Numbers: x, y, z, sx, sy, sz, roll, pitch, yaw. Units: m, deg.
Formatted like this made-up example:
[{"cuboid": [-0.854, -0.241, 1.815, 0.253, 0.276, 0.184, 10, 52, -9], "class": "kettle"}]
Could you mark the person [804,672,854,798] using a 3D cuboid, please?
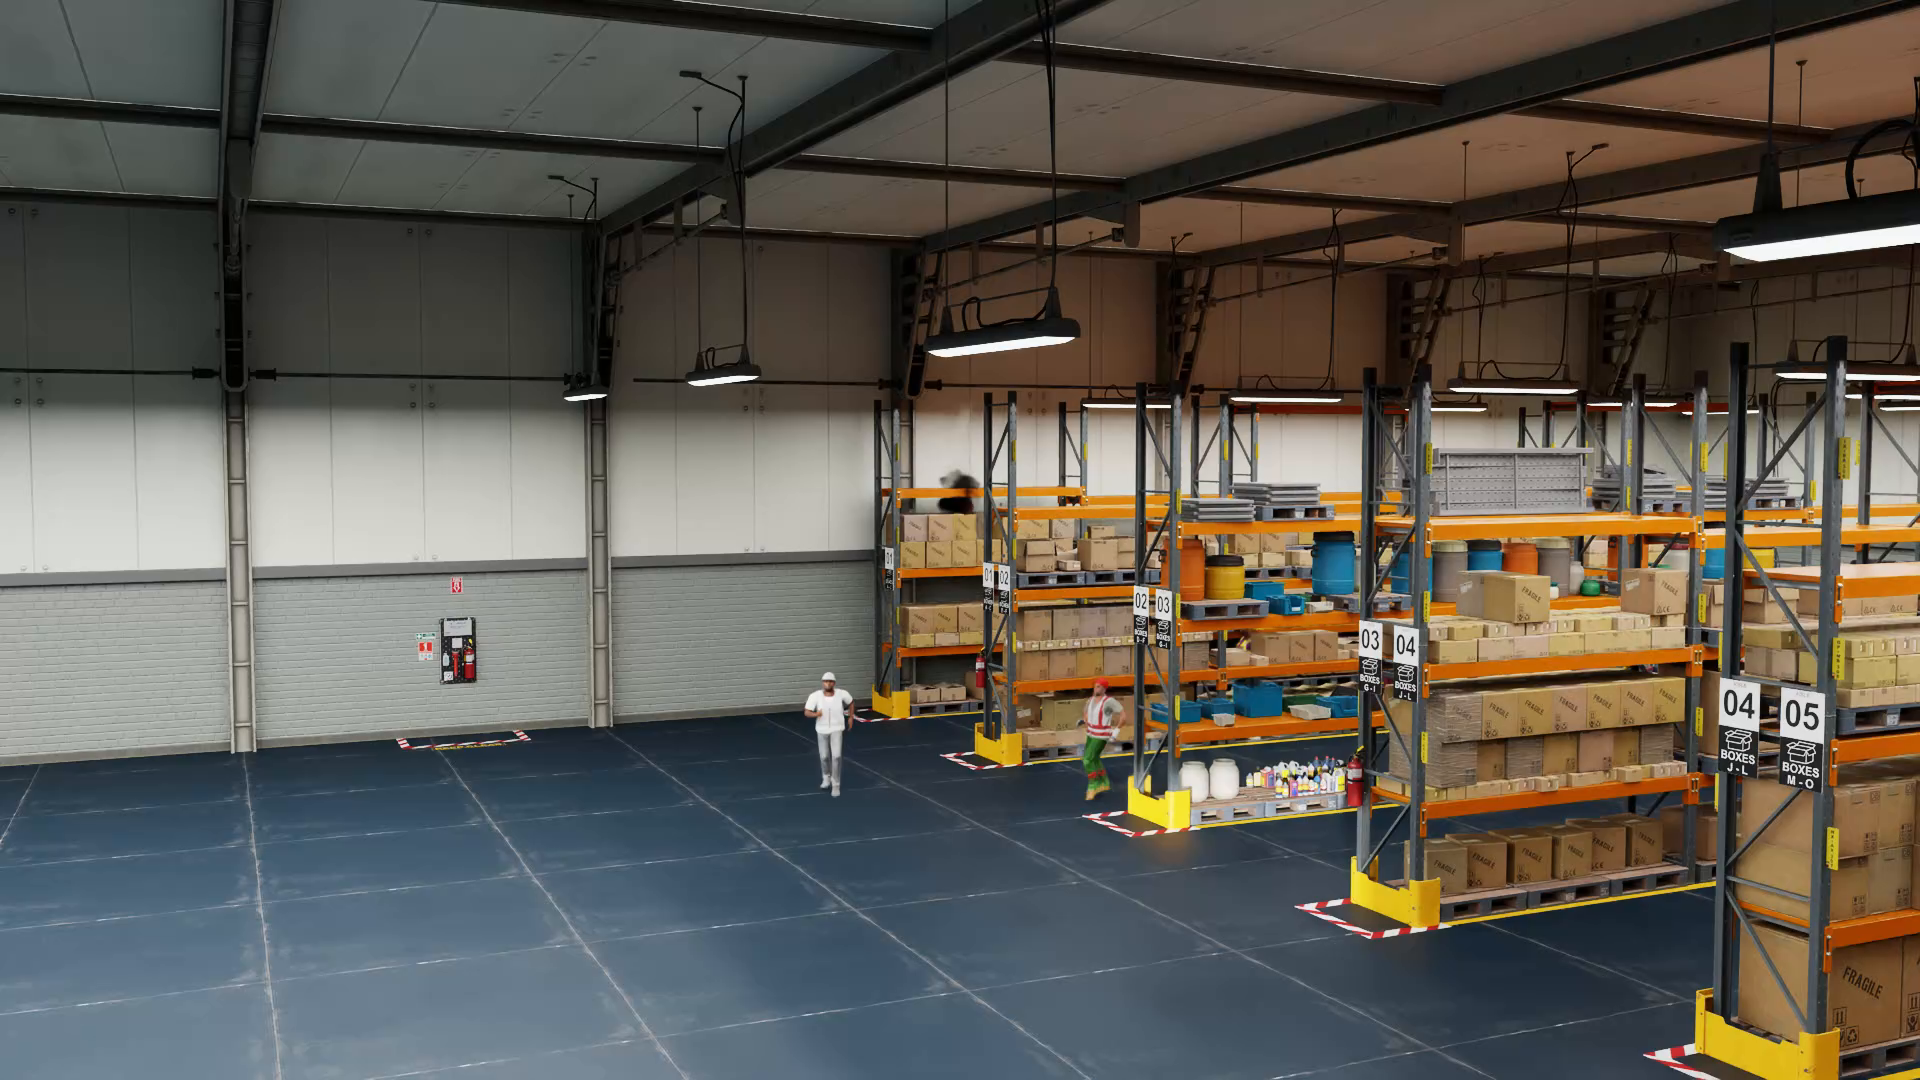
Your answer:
[{"cuboid": [-1.934, 2.850, 24.525, 0.714, 1.834, 0.787, 0, 3, -1], "class": "person"}]

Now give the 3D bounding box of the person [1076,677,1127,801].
[{"cuboid": [2.017, 2.890, 24.134, 0.680, 1.820, 0.723, -2, 4, -34], "class": "person"}]

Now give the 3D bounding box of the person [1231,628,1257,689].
[{"cuboid": [5.383, 2.432, 31.289, 0.922, 1.781, 0.692, -1, 4, -22], "class": "person"}]
